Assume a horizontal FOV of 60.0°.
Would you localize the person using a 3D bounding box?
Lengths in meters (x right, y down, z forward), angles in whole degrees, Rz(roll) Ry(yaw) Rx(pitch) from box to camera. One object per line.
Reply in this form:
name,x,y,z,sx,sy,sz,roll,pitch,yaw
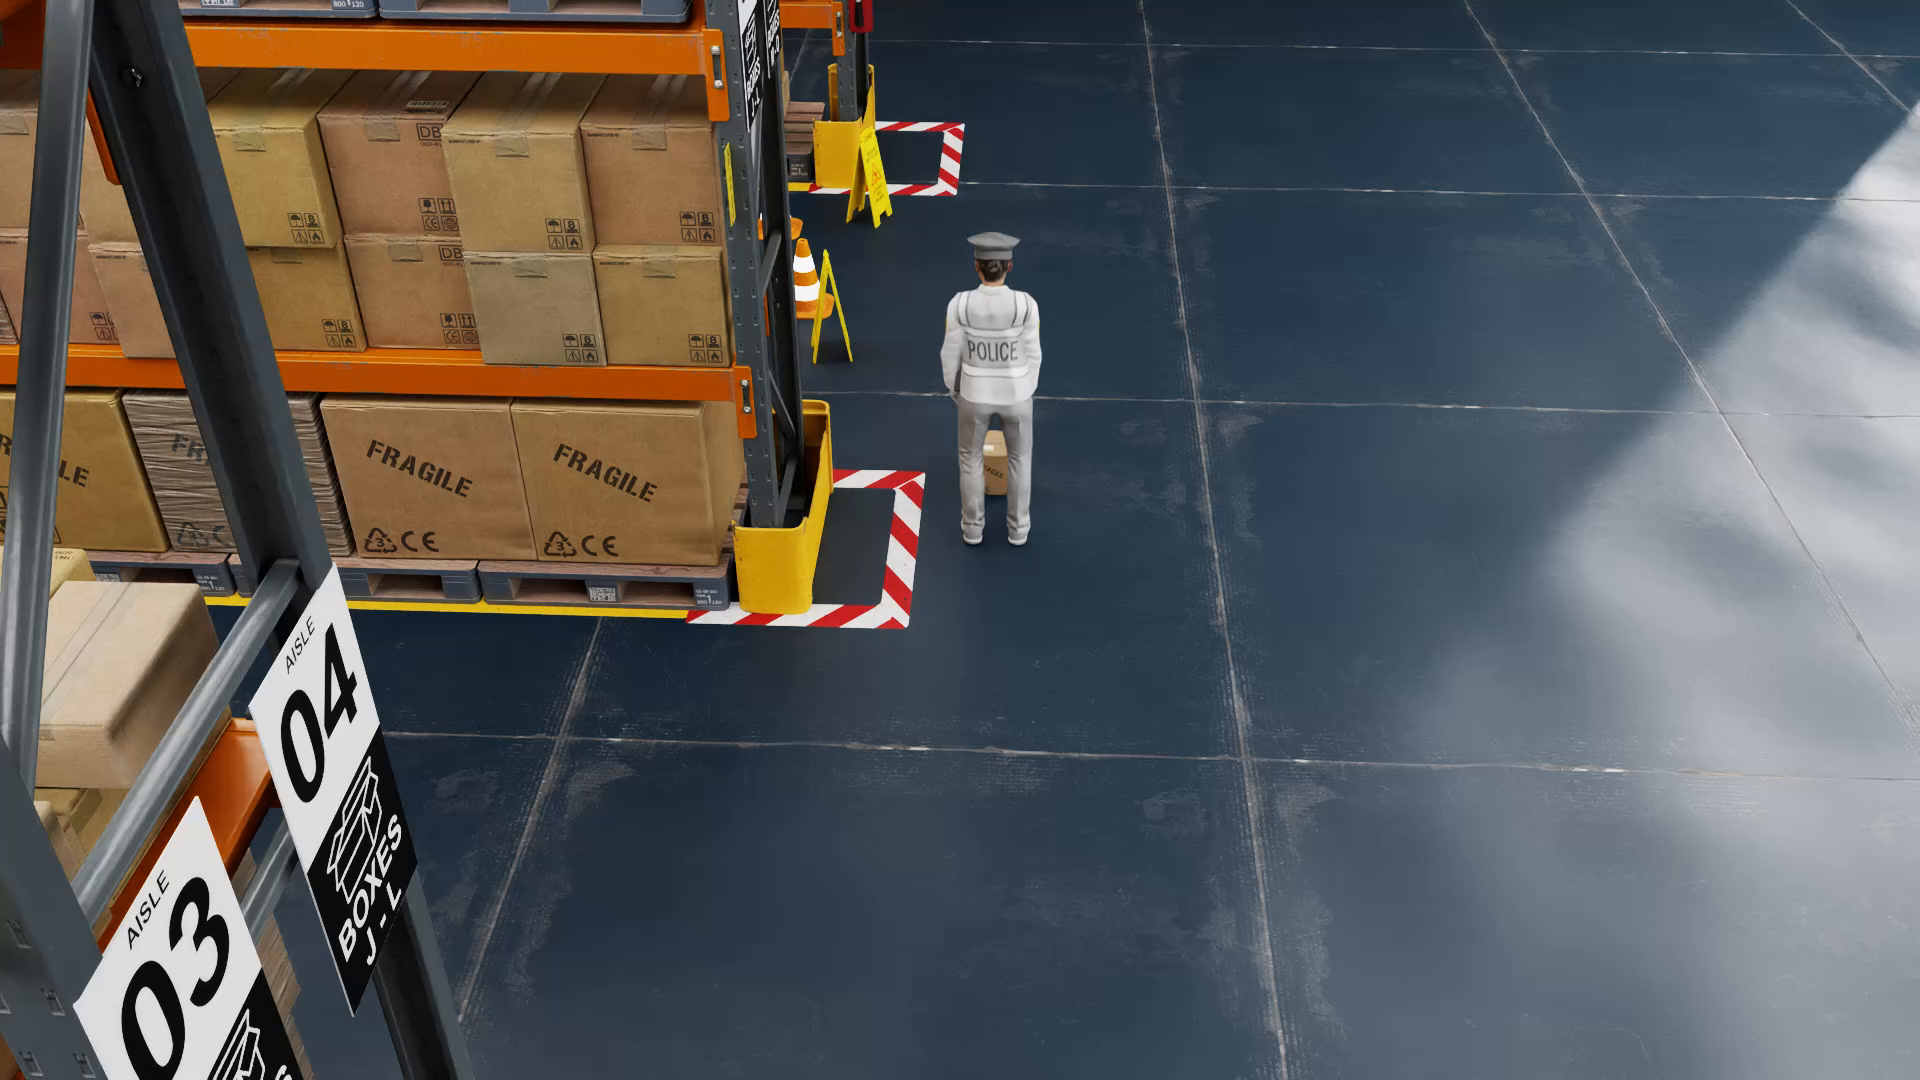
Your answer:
person,0.151,-0.711,8.117,0.485,1.651,0.382,2,36,3
